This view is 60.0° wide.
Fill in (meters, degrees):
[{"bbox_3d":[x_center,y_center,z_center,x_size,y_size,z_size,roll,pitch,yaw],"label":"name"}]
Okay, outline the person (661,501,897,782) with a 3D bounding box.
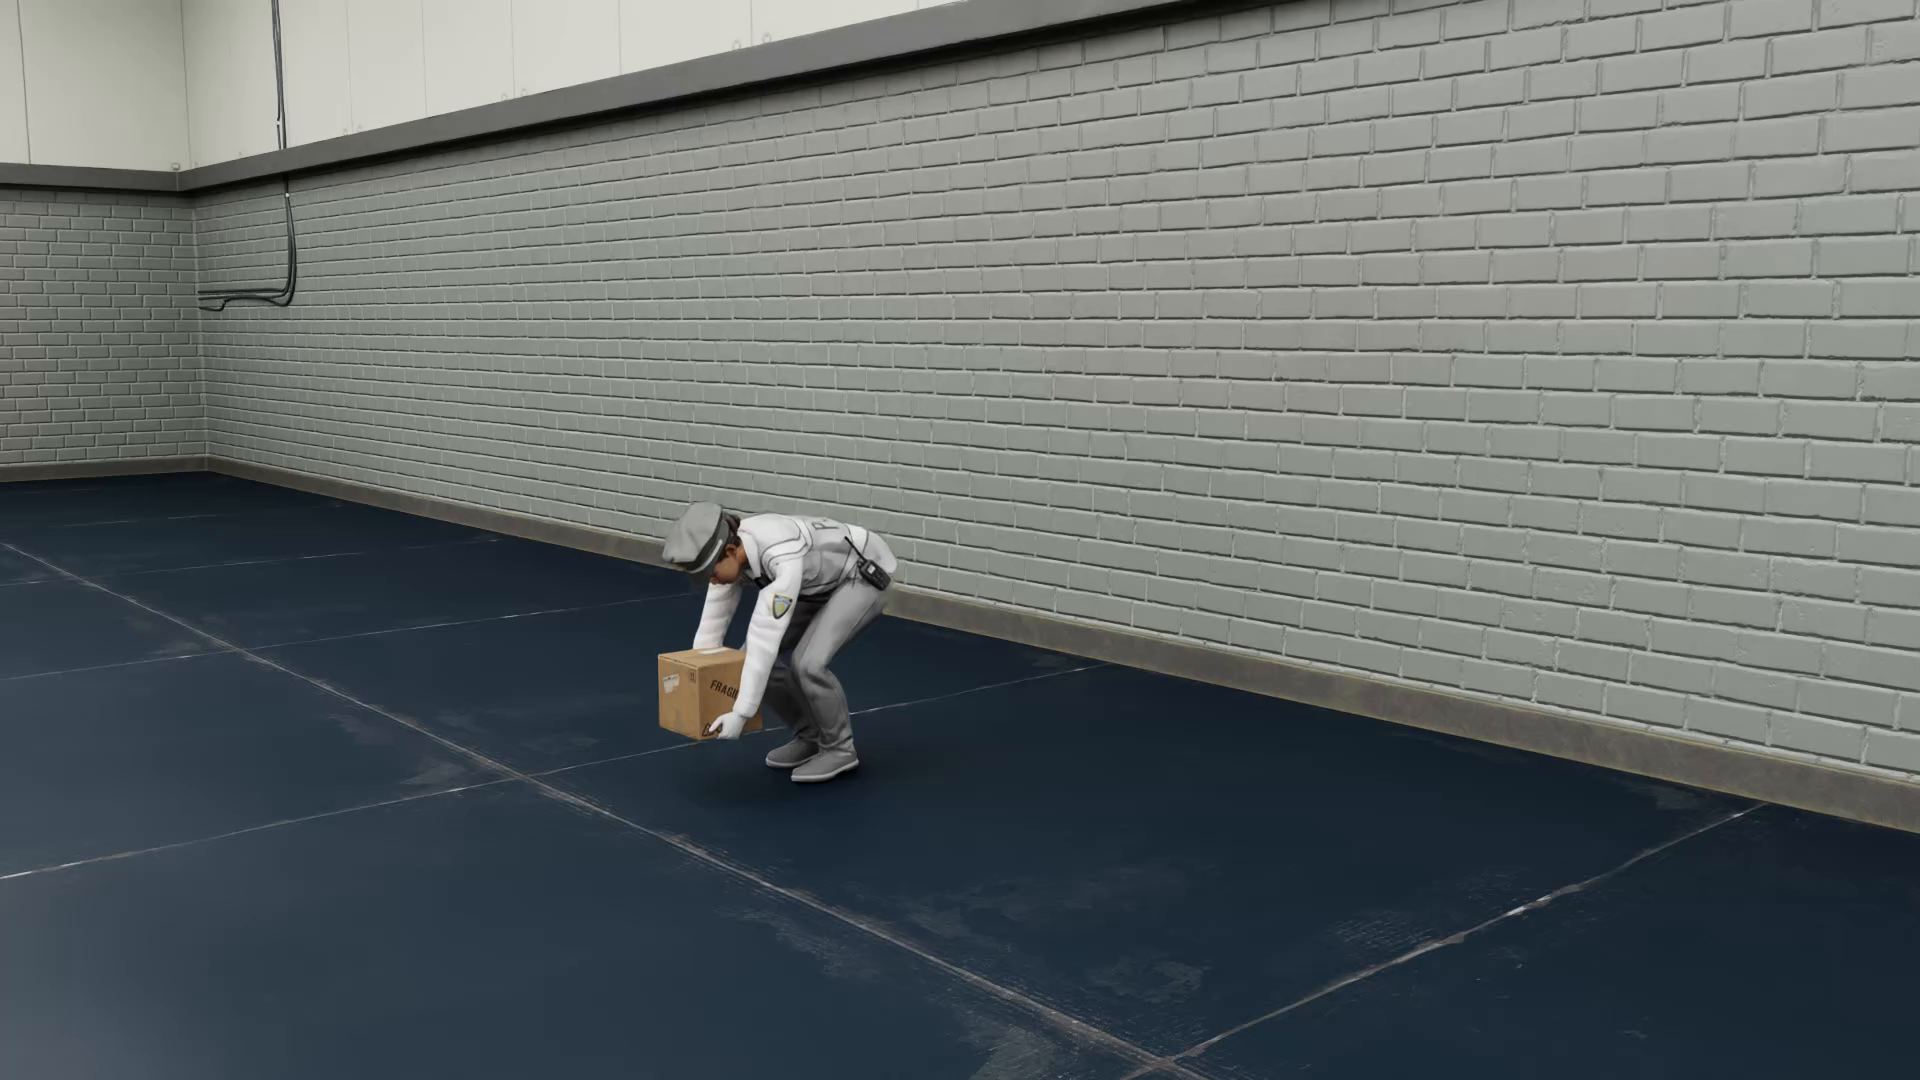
[{"bbox_3d":[-0.628,0.339,5.772,0.917,1.000,0.452,-7,10,-43],"label":"person"}]
